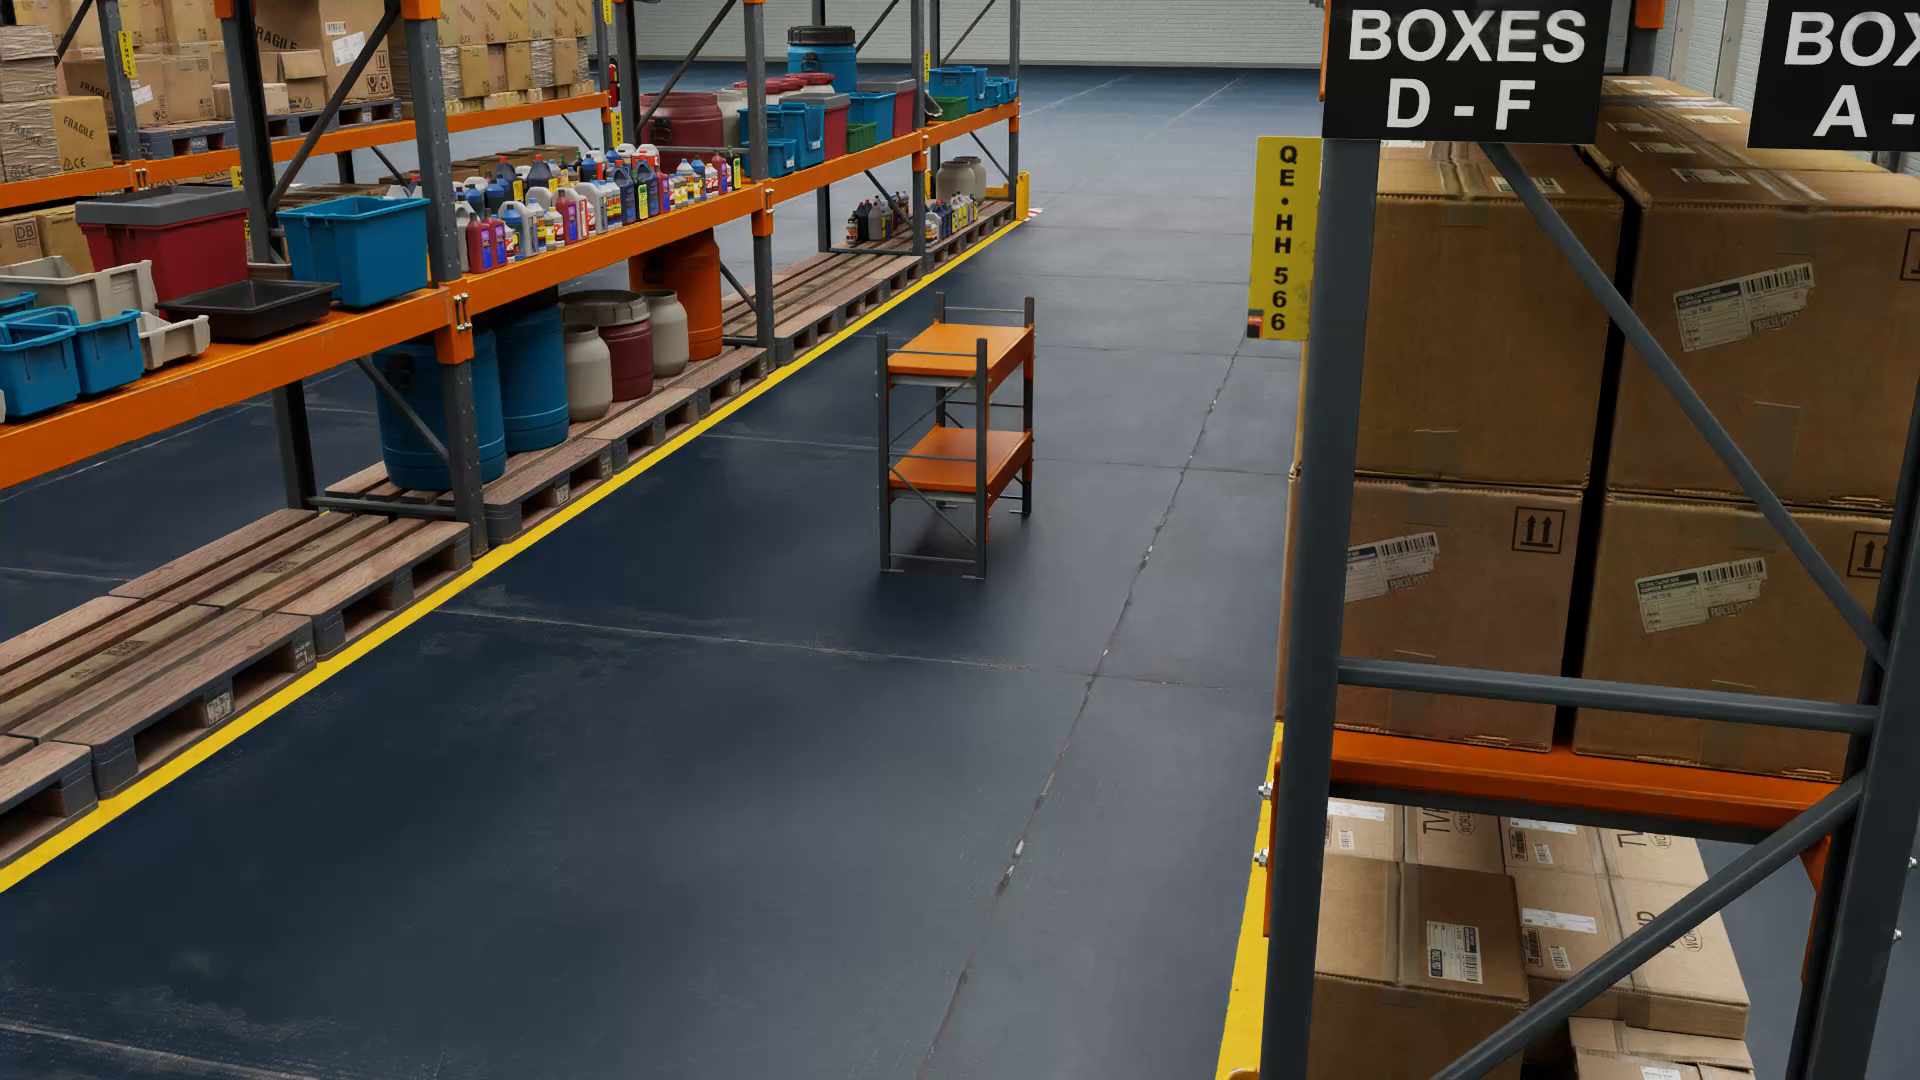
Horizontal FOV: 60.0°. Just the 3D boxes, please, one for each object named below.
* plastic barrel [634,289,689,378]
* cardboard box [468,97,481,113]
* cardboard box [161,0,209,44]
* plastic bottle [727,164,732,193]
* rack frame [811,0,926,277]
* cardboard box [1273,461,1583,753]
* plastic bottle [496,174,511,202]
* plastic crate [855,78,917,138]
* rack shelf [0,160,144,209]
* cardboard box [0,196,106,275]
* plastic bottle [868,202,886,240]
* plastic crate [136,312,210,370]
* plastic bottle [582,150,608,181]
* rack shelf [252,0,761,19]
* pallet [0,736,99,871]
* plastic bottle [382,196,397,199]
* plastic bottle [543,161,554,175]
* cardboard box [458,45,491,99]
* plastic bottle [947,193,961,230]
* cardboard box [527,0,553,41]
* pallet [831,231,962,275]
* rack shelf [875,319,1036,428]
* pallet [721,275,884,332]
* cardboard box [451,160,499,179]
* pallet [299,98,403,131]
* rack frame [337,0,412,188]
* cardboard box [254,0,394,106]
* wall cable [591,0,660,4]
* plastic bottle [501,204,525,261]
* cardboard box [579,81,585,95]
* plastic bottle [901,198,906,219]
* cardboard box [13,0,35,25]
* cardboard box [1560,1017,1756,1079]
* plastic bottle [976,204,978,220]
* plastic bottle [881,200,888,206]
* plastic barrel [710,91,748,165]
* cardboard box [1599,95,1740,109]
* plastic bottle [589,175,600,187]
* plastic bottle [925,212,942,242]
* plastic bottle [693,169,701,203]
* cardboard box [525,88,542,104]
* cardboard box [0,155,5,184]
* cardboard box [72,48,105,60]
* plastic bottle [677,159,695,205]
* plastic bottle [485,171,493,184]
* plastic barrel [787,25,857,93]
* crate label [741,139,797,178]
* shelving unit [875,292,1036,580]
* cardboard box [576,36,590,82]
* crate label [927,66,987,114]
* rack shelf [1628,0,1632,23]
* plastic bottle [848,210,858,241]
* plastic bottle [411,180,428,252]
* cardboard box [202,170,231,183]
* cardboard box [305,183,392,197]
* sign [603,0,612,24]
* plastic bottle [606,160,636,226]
[{"bbox_3d":[-1.947,-1.318,10.606,0.421,0.512,0.421,0,19,0],"label":"plastic barrel"},{"bbox_3d":[-5.114,-4.442,16.941,0.380,0.149,0.250,5,19,13],"label":"cardboard box"},{"bbox_3d":[-9.599,-6.247,19.933,0.875,0.550,0.550,5,19,13],"label":"cardboard box"},{"bbox_3d":[-1.524,-2.346,10.724,0.097,0.201,0.097,0,19,0],"label":"plastic bottle"},{"bbox_3d":[-0.815,-3.889,14.934,1.000,3.000,0.127,5,19,13],"label":"rack frame"},{"bbox_3d":[0.901,0.055,3.231,0.500,0.500,0.500,5,20,15],"label":"cardboard box"},{"bbox_3d":[-2.592,-1.933,9.405,0.097,0.271,0.097,0,19,0],"label":"plastic bottle"},{"bbox_3d":[-0.637,-3.744,14.408,0.402,0.464,0.583,5,19,13],"label":"plastic crate"},{"bbox_3d":[-7.084,-2.059,10.689,1.077,0.370,4.000,5,19,13],"label":"rack shelf"},{"bbox_3d":[-6.784,-2.005,12.055,1.225,0.875,0.875,4,19,11],"label":"cardboard box"},{"bbox_3d":[-0.798,-3.057,15.915,0.144,0.351,0.185,5,19,13],"label":"plastic bottle"},{"bbox_3d":[-2.904,-0.716,5.958,0.293,0.136,0.466,5,19,13],"label":"plastic crate"},{"bbox_3d":[-2.325,-2.322,10.536,0.152,0.276,0.135,5,19,13],"label":"plastic bottle"},{"bbox_3d":[-2.281,-3.088,9.059,1.077,0.370,4.000,5,19,13],"label":"rack shelf"},{"bbox_3d":[-3.508,0.936,5.121,1.003,0.211,1.213,5,19,13],"label":"pallet"},{"bbox_3d":[-2.898,-1.587,8.384,0.152,0.276,0.135,5,19,13],"label":"plastic bottle"},{"bbox_3d":[-2.492,-2.141,10.014,0.097,0.271,0.097,0,19,0],"label":"plastic bottle"},{"bbox_3d":[-5.292,-4.759,16.864,0.875,0.500,0.500,5,19,13],"label":"cardboard box"},{"bbox_3d":[-0.066,-3.257,16.499,0.144,0.351,0.185,5,19,13],"label":"plastic bottle"},{"bbox_3d":[-4.777,-5.690,18.043,0.500,0.500,0.500,5,19,13],"label":"cardboard box"},{"bbox_3d":[-0.611,-2.777,15.991,1.003,0.211,1.213,5,19,13],"label":"pallet"},{"bbox_3d":[-0.002,-0.807,7.905,0.538,0.278,1.000,5,19,13],"label":"rack shelf"},{"bbox_3d":[-1.265,-1.937,13.532,1.003,0.211,1.213,5,19,13],"label":"pallet"},{"bbox_3d":[-5.273,-3.799,17.888,0.500,0.500,0.500,3,19,9],"label":"cardboard box"},{"bbox_3d":[-5.946,-3.962,15.442,1.003,0.211,1.213,5,19,13],"label":"pallet"},{"bbox_3d":[-5.618,-4.280,16.079,1.000,3.000,0.127,5,19,13],"label":"rack frame"},{"bbox_3d":[-5.948,-4.525,15.217,1.000,1.000,1.000,5,19,14],"label":"cardboard box"},{"bbox_3d":[-10.777,-18.152,52.214,3.097,2.526,0.112,5,19,13],"label":"wall cable"},{"bbox_3d":[-2.200,-1.512,8.173,0.097,0.271,0.097,0,19,0],"label":"plastic bottle"},{"bbox_3d":[-4.572,-5.231,19.252,0.380,0.149,0.250,5,19,13],"label":"cardboard box"},{"bbox_3d":[-0.608,-3.451,17.299,0.097,0.201,0.097,0,19,0],"label":"plastic bottle"},{"bbox_3d":[-10.280,-5.399,17.450,0.875,0.550,0.550,5,19,13],"label":"cardboard box"},{"bbox_3d":[1.552,1.214,3.694,0.380,0.166,0.250,5,19,13],"label":"cardboard box"},{"bbox_3d":[0.138,-3.417,17.199,0.097,0.201,0.097,0,19,0],"label":"plastic bottle"},{"bbox_3d":[-0.768,-3.245,16.581,0.152,0.276,0.135,5,19,14],"label":"plastic bottle"},{"bbox_3d":[-1.748,-3.028,12.238,0.421,0.512,0.421,0,19,0],"label":"plastic barrel"},{"bbox_3d":[1.914,-1.012,4.809,0.500,0.500,0.500,5,19,14],"label":"cardboard box"},{"bbox_3d":[-2.042,-1.905,9.325,0.097,0.271,0.097,0,19,0],"label":"plastic bottle"},{"bbox_3d":[-0.260,-2.977,15.797,0.152,0.276,0.135,5,20,15],"label":"plastic bottle"},{"bbox_3d":[-1.651,-2.183,10.244,0.097,0.201,0.097,0,19,0],"label":"plastic bottle"},{"bbox_3d":[-4.775,-4.831,18.080,0.380,0.149,0.250,5,19,13],"label":"cardboard box"},{"bbox_3d":[-6.727,-2.581,10.949,0.500,0.500,0.500,4,19,12],"label":"cardboard box"},{"bbox_3d":[-9.966,-5.226,18.614,0.875,0.550,0.550,5,19,13],"label":"cardboard box"},{"bbox_3d":[-1.675,-2.185,10.143,0.097,0.271,0.097,0,19,0],"label":"plastic bottle"},{"bbox_3d":[-2.673,-1.939,9.405,0.061,0.283,0.133,5,19,13],"label":"plastic bottle"},{"bbox_3d":[-1.203,-4.029,14.568,0.600,0.901,0.708,5,19,13],"label":"plastic barrel"},{"bbox_3d":[-1.326,-2.659,11.590,0.303,0.233,0.416,5,19,13],"label":"crate label"},{"bbox_3d":[-0.002,-0.530,8.000,0.538,1.125,1.048,5,19,13],"label":"shelving unit"},{"bbox_3d":[-4.802,-5.552,19.187,0.875,0.500,0.500,5,19,13],"label":"cardboard box"},{"bbox_3d":[-0.025,-4.562,16.847,0.502,0.435,0.616,5,19,13],"label":"crate label"},{"bbox_3d":[2.521,-2.695,7.911,1.077,0.370,4.000,5,19,13],"label":"rack shelf"},{"bbox_3d":[-1.018,-2.989,15.819,0.061,0.283,0.133,6,20,16],"label":"plastic bottle"},{"bbox_3d":[-2.723,-1.661,8.486,0.144,0.351,0.185,5,19,13],"label":"plastic bottle"},{"bbox_3d":[-9.527,-4.933,20.627,0.875,0.875,0.875,5,19,14],"label":"cardboard box"},{"bbox_3d":[-5.789,-3.115,15.853,0.700,0.500,0.500,3,19,9],"label":"cardboard box"},{"bbox_3d":[-4.107,-6.182,19.365,0.100,0.325,0.005,5,19,13],"label":"sign"},{"bbox_3d":[-1.914,-1.947,9.324,0.144,0.351,0.185,5,19,13],"label":"plastic bottle"}]
